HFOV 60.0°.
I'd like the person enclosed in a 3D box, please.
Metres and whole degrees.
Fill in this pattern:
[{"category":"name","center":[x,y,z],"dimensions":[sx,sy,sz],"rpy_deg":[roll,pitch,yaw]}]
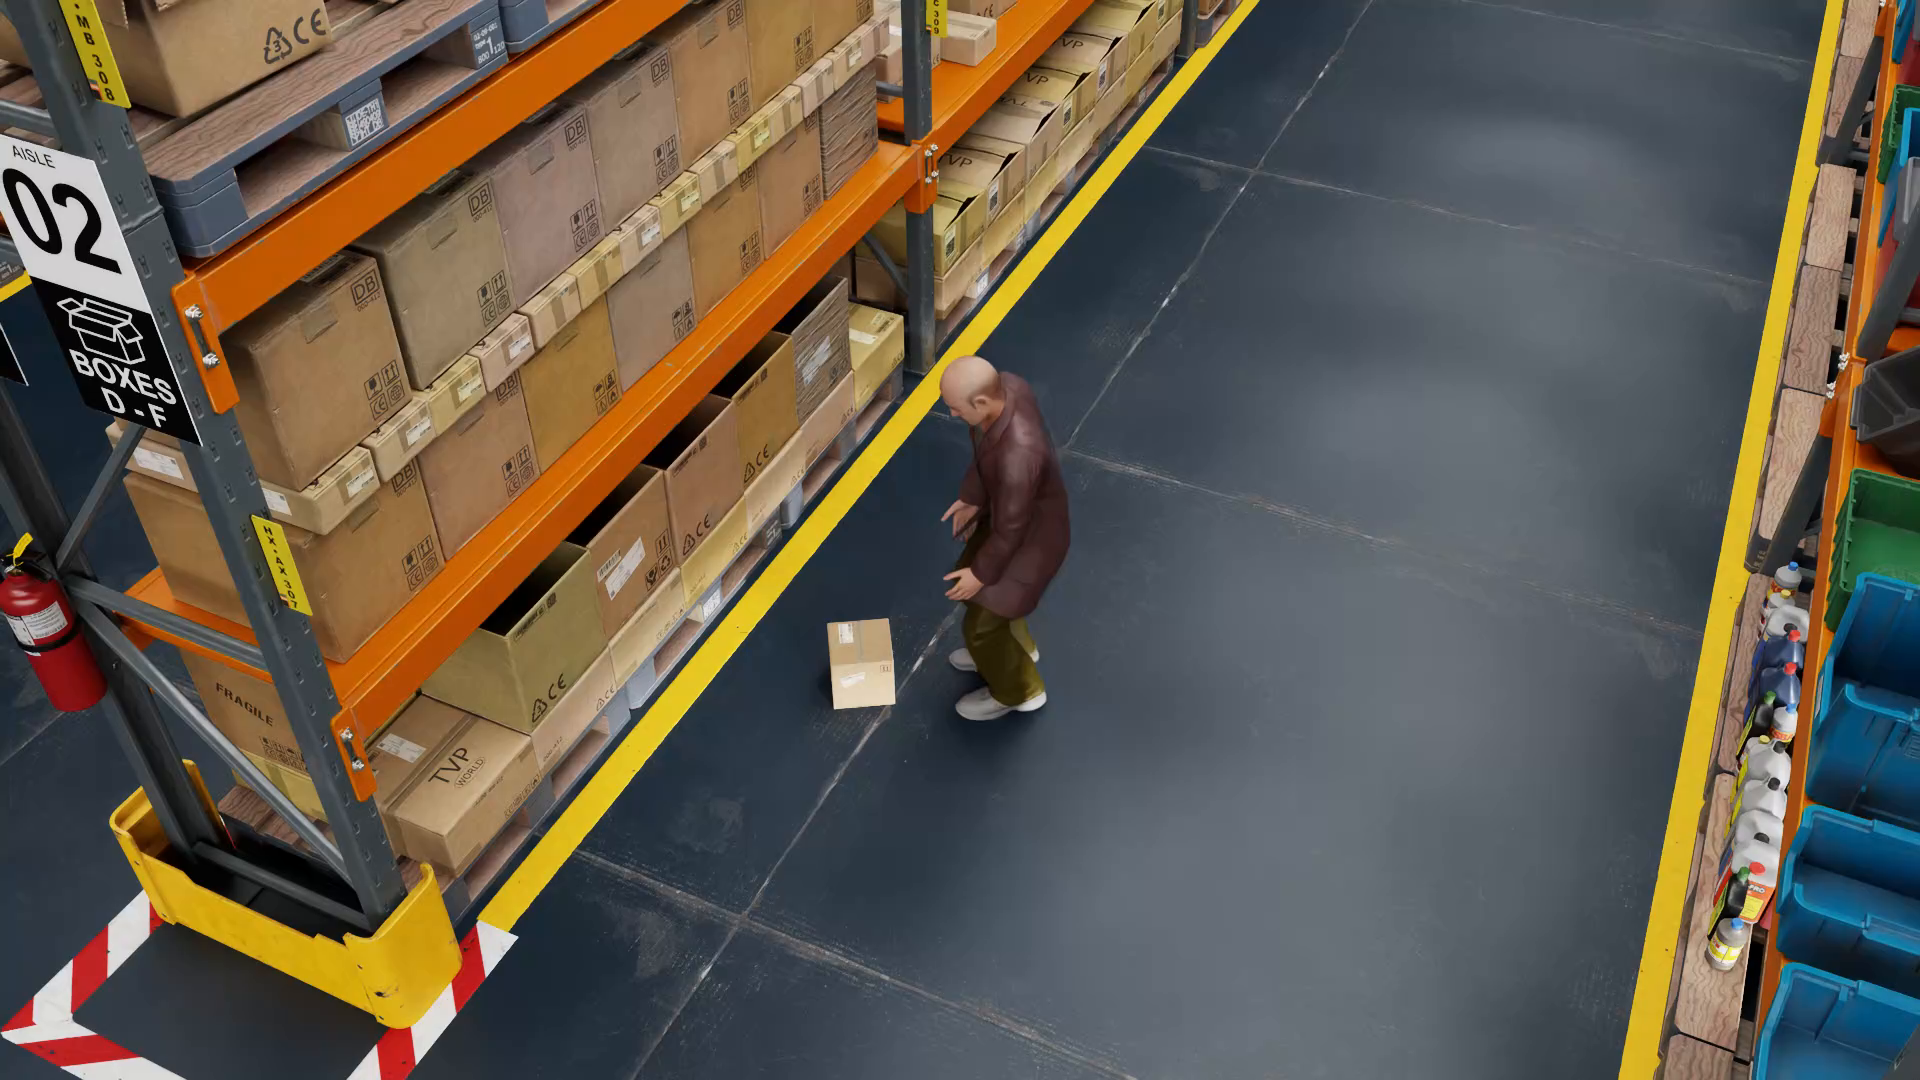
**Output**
[{"category":"person","center":[0.168,-0.007,6.271],"dimensions":[0.502,1.666,0.607],"rpy_deg":[-4,42,-4]}]
